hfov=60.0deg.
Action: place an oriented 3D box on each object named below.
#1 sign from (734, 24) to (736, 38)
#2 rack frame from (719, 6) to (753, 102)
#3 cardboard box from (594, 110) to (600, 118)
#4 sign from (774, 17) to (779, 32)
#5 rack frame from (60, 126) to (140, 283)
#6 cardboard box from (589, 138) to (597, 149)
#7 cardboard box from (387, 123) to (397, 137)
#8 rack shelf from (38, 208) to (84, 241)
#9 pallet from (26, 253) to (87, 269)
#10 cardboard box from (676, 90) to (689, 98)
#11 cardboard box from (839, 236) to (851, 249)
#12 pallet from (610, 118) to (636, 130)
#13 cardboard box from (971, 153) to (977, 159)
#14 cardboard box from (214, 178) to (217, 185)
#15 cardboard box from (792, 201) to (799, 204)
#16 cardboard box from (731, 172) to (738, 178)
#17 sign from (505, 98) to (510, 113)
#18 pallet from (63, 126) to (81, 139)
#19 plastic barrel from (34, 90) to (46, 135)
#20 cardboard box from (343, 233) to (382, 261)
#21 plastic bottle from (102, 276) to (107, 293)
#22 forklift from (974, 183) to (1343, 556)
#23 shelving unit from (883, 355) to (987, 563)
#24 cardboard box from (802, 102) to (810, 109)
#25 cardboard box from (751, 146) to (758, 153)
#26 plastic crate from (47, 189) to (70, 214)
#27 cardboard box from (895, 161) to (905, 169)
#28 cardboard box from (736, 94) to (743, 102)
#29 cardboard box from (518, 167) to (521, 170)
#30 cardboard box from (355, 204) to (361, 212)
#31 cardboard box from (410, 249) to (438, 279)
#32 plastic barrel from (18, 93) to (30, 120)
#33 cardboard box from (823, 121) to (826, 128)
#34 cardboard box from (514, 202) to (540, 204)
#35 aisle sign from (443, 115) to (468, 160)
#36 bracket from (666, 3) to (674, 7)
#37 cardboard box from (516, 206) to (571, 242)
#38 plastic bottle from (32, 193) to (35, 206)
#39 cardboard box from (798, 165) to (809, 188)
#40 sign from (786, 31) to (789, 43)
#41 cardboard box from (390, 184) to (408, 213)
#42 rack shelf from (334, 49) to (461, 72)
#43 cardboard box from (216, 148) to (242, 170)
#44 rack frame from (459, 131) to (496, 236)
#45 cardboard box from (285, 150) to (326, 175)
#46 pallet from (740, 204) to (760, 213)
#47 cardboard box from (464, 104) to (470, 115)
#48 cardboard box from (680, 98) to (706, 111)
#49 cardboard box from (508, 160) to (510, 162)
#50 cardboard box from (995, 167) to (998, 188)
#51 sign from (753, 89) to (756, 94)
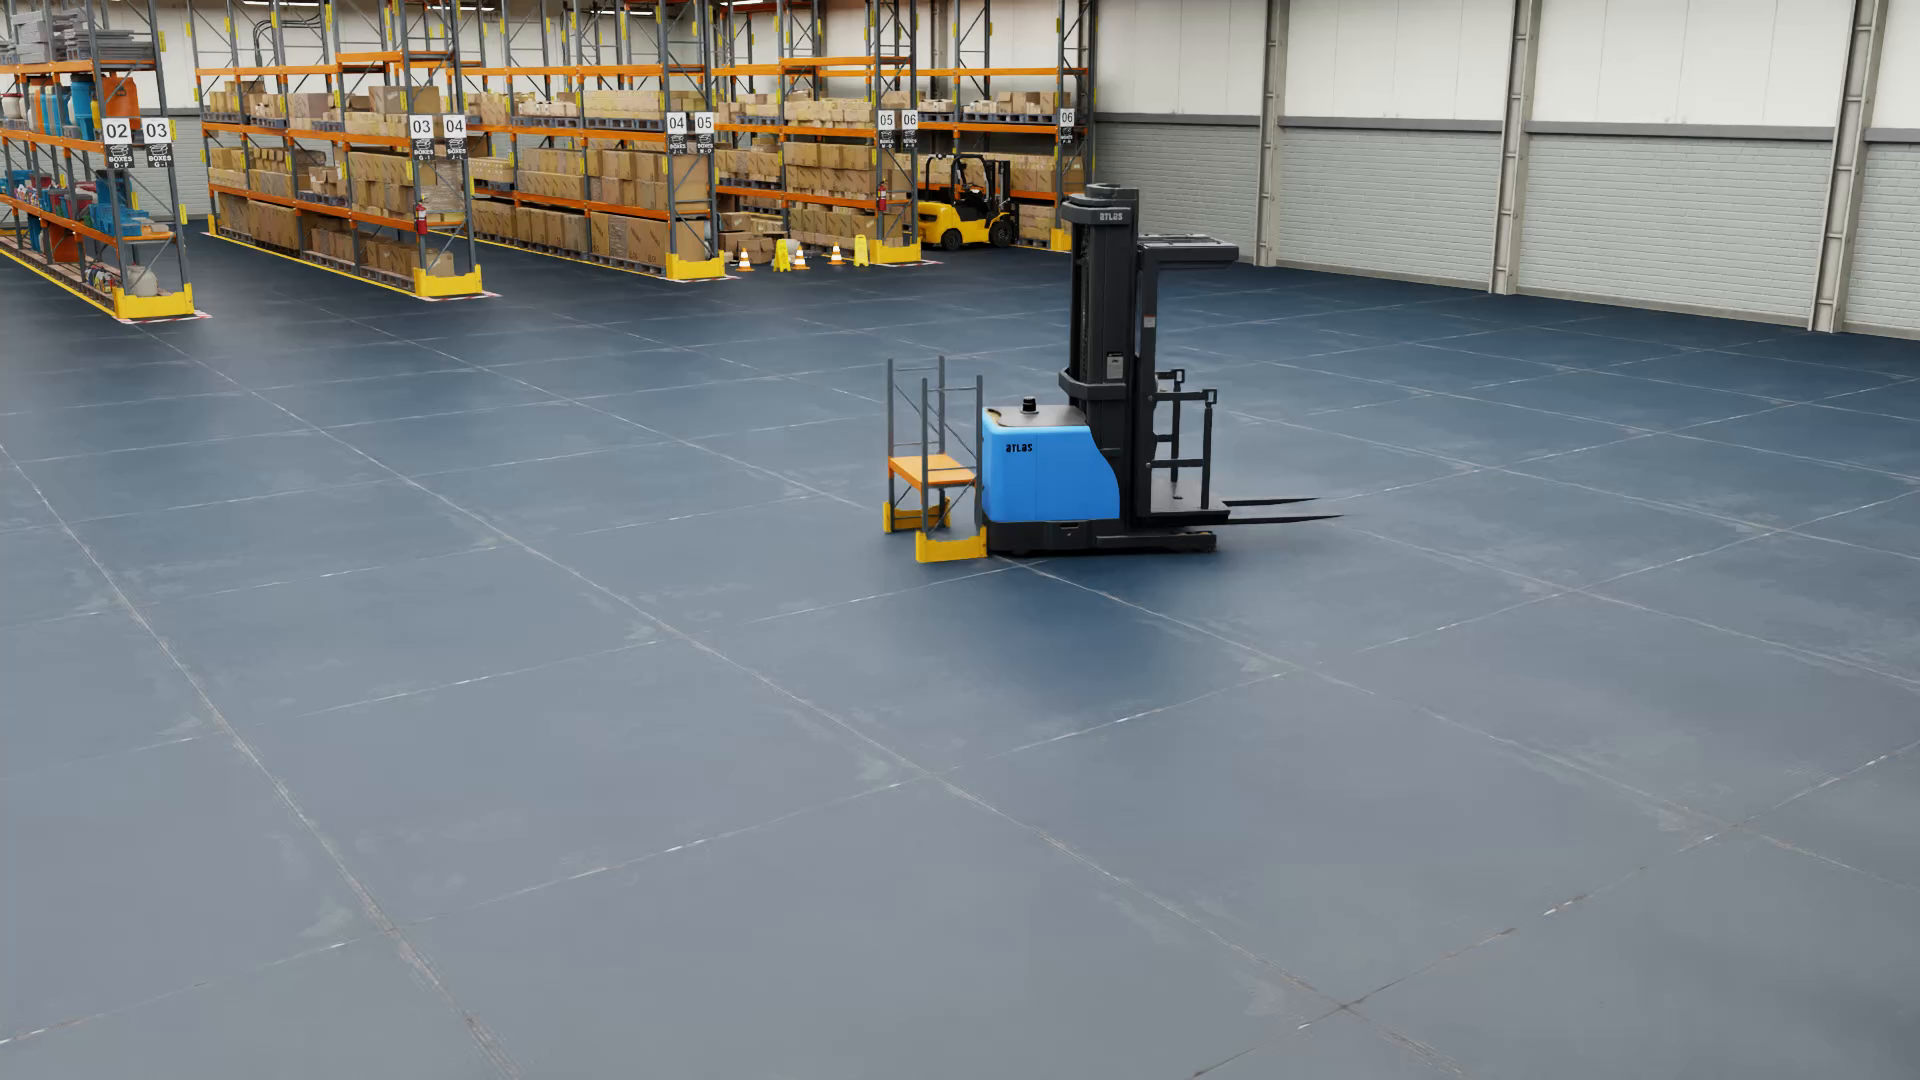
[{"bbox_3d":[-5.631,-12.687,41.464,0.100,0.325,0.005,-11,19,-35],"label":"sign"},{"bbox_3d":[-6.755,-14.591,50.342,1.000,3.000,0.127,-11,19,-35],"label":"rack frame"},{"bbox_3d":[-7.418,-8.912,34.763,0.380,0.149,0.250,-11,19,-35],"label":"cardboard box"},{"bbox_3d":[-4.158,-11.697,37.698,0.100,0.325,0.005,-11,19,-35],"label":"sign"},{"bbox_3d":[-15.735,-6.057,30.525,1.000,3.000,0.127,-11,19,-35],"label":"rack frame"},{"bbox_3d":[-10.098,-11.092,46.838,0.500,0.500,0.500,-11,19,-35],"label":"cardboard box"},{"bbox_3d":[-10.161,-7.516,30.457,0.500,0.250,0.500,-11,19,-34],"label":"cardboard box"},{"bbox_3d":[-16.911,-6.137,32.180,1.077,0.370,4.000,-11,19,-35],"label":"rack shelf"},{"bbox_3d":[-19.297,-5.988,35.556,1.003,0.211,1.213,-11,19,-35],"label":"pallet"},{"bbox_3d":[-5.541,-8.910,33.246,0.380,0.149,0.250,-11,19,-35],"label":"cardboard box"},{"bbox_3d":[-2.352,-6.629,37.027,0.500,0.250,0.500,-11,19,-34],"label":"cardboard box"},{"bbox_3d":[-6.471,-8.542,34.088,1.003,0.211,1.213,-11,19,-35],"label":"pallet"},{"bbox_3d":[0.489,-9.487,41.074,0.380,0.149,0.250,-11,19,-34],"label":"cardboard box"},{"bbox_3d":[-18.539,-9.031,41.866,0.380,0.149,0.250,-11,19,-36],"label":"cardboard box"},{"bbox_3d":[-4.601,-9.927,48.962,0.500,0.311,0.500,-10,18,-33],"label":"cardboard box"},{"bbox_3d":[-5.411,-8.969,40.844,0.380,0.149,0.250,-10,18,-31],"label":"cardboard box"},{"bbox_3d":[-10.449,-10.041,38.418,0.100,0.325,0.005,-11,19,-35],"label":"sign"},{"bbox_3d":[-15.231,-7.274,29.646,1.213,0.211,1.003,-11,19,-35],"label":"pallet"},{"bbox_3d":[-17.395,-8.216,31.919,0.600,0.830,0.708,-11,19,-35],"label":"plastic barrel"},{"bbox_3d":[-12.337,-6.072,34.480,0.700,0.500,0.500,-11,19,-35],"label":"cardboard box"},{"bbox_3d":[-14.901,-4.451,28.969,0.061,0.283,0.133,-10,18,-33],"label":"plastic bottle"},{"bbox_3d":[1.679,-1.441,13.788,3.031,2.935,1.130,-2,15,-7],"label":"forklift"},{"bbox_3d":[-0.220,-0.696,13.780,0.587,1.500,1.083,-5,16,-17],"label":"shelving unit"},{"bbox_3d":[-3.334,-9.787,37.437,0.380,0.149,0.250,-11,19,-35],"label":"cardboard box"},{"bbox_3d":[-4.762,-9.335,39.723,0.380,0.149,0.250,-12,19,-37],"label":"cardboard box"},{"bbox_3d":[-17.384,-6.550,32.203,0.402,0.464,0.583,-11,19,-35],"label":"plastic crate"},{"bbox_3d":[-1.402,-9.804,43.551,0.500,0.250,0.500,-11,19,-36],"label":"cardboard box"},{"bbox_3d":[-6.414,-13.212,49.756,0.500,0.250,0.500,-11,19,-35],"label":"cardboard box"},{"bbox_3d":[-10.451,-8.902,40.035,0.380,0.149,0.250,-12,19,-36],"label":"cardboard box"},{"bbox_3d":[-11.709,-6.557,32.826,0.380,0.149,0.250,-11,19,-35],"label":"cardboard box"},{"bbox_3d":[-10.109,-5.227,31.431,0.500,0.500,0.500,-6,16,-20],"label":"cardboard box"},{"bbox_3d":[-19.251,-8.981,34.474,0.433,0.535,0.433,0,15,0],"label":"plastic barrel"},{"bbox_3d":[-2.820,-9.255,37.003,0.380,0.149,0.250,-11,19,-34],"label":"cardboard box"},{"bbox_3d":[-10.517,-8.080,40.435,0.500,0.250,0.500,-11,19,-35],"label":"cardboard box"},{"bbox_3d":[-9.097,-7.259,29.991,0.394,0.787,0.004,-11,19,-35],"label":"aisle sign"},{"bbox_3d":[-9.536,-17.583,54.453,0.235,0.232,0.430,-11,19,-35],"label":"bracket"},{"bbox_3d":[-9.724,-7.402,38.904,1.050,0.750,0.750,-11,19,-35],"label":"cardboard box"},{"bbox_3d":[-19.087,-7.029,34.320,0.097,0.271,0.097,0,15,0],"label":"plastic bottle"},{"bbox_3d":[-3.365,-8.315,38.021,0.500,0.500,0.500,-11,19,-35],"label":"cardboard box"},{"bbox_3d":[-4.853,-14.146,46.794,0.100,0.325,0.005,-11,19,-35],"label":"sign"},{"bbox_3d":[-10.069,-6.373,30.927,0.875,0.500,0.500,-11,19,-35],"label":"cardboard box"},{"bbox_3d":[-10.552,-8.944,31.077,1.077,0.370,4.000,-11,19,-35],"label":"rack shelf"},{"bbox_3d":[-18.117,-9.460,41.259,0.500,0.500,0.500,-11,19,-36],"label":"cardboard box"},{"bbox_3d":[-12.361,-9.282,42.309,1.000,3.000,0.127,-11,19,-35],"label":"rack frame"},{"bbox_3d":[-14.497,-8.371,36.888,0.797,0.503,0.637,-10,18,-33],"label":"cardboard box"},{"bbox_3d":[-6.241,-10.166,50.821,1.003,0.211,1.213,-11,19,-35],"label":"pallet"},{"bbox_3d":[-12.013,-10.668,41.064,0.500,0.311,0.500,-11,19,-35],"label":"cardboard box"},{"bbox_3d":[-5.381,-8.632,32.985,0.500,0.250,0.500,-11,19,-35],"label":"cardboard box"},{"bbox_3d":[-10.740,-9.150,40.377,0.380,0.149,0.250,-10,18,-32],"label":"cardboard box"},{"bbox_3d":[0.969,-8.832,40.473,0.500,0.500,0.500,-11,19,-35],"label":"cardboard box"},{"bbox_3d":[-6.294,-13.653,50.920,0.100,0.325,0.005,-11,19,-35],"label":"sign"}]
